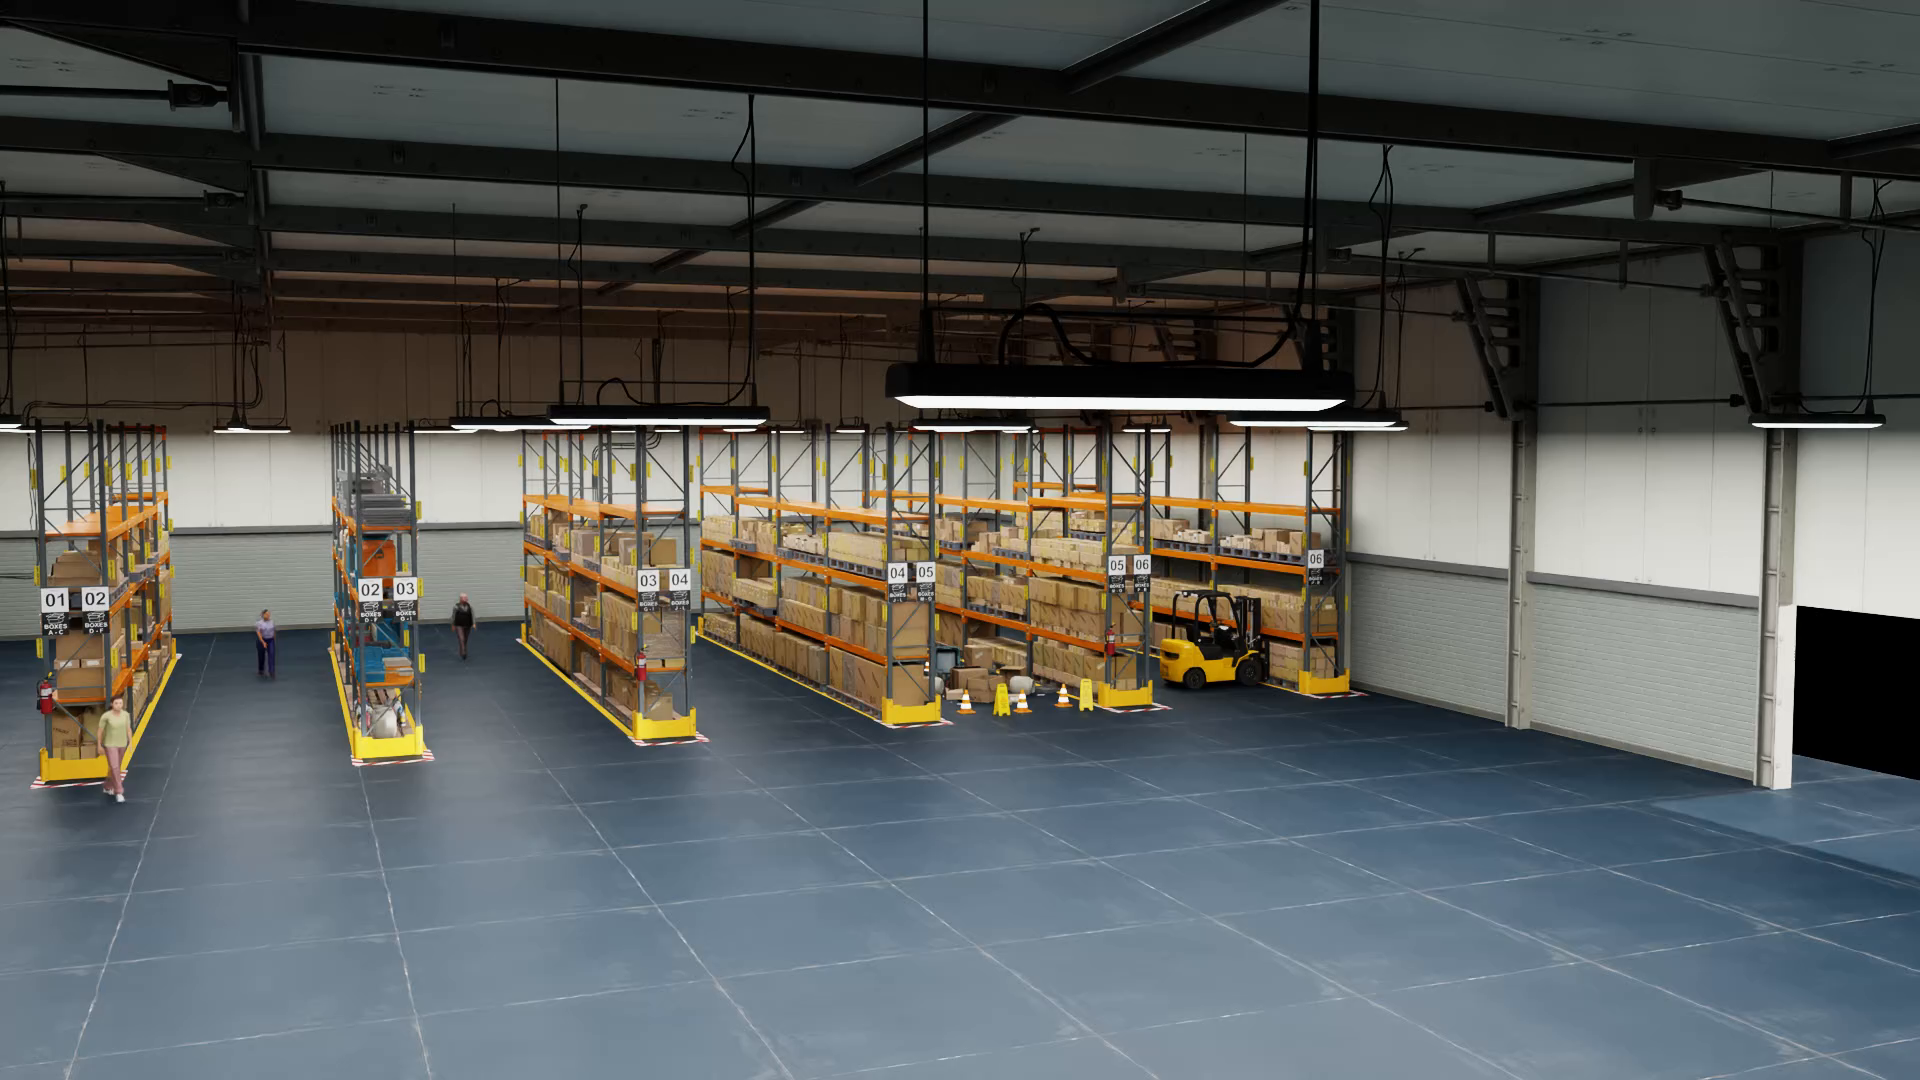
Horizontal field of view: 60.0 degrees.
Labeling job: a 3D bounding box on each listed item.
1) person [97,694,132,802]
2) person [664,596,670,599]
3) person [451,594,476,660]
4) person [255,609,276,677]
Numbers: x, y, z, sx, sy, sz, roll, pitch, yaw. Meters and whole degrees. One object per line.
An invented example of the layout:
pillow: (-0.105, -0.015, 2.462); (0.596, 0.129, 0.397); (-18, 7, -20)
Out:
person: (-13.278, 3.244, 26.189); (0.929, 1.624, 0.490); (2, 4, 31)
person: (-8.617, 1.854, 48.961); (0.445, 1.579, 1.025); (0, 4, -3)
person: (-12.748, 2.212, 42.732); (0.584, 1.663, 1.094); (-2, 4, -33)
person: (-16.512, 2.442, 39.575); (0.455, 1.584, 0.984); (-2, 4, -34)
